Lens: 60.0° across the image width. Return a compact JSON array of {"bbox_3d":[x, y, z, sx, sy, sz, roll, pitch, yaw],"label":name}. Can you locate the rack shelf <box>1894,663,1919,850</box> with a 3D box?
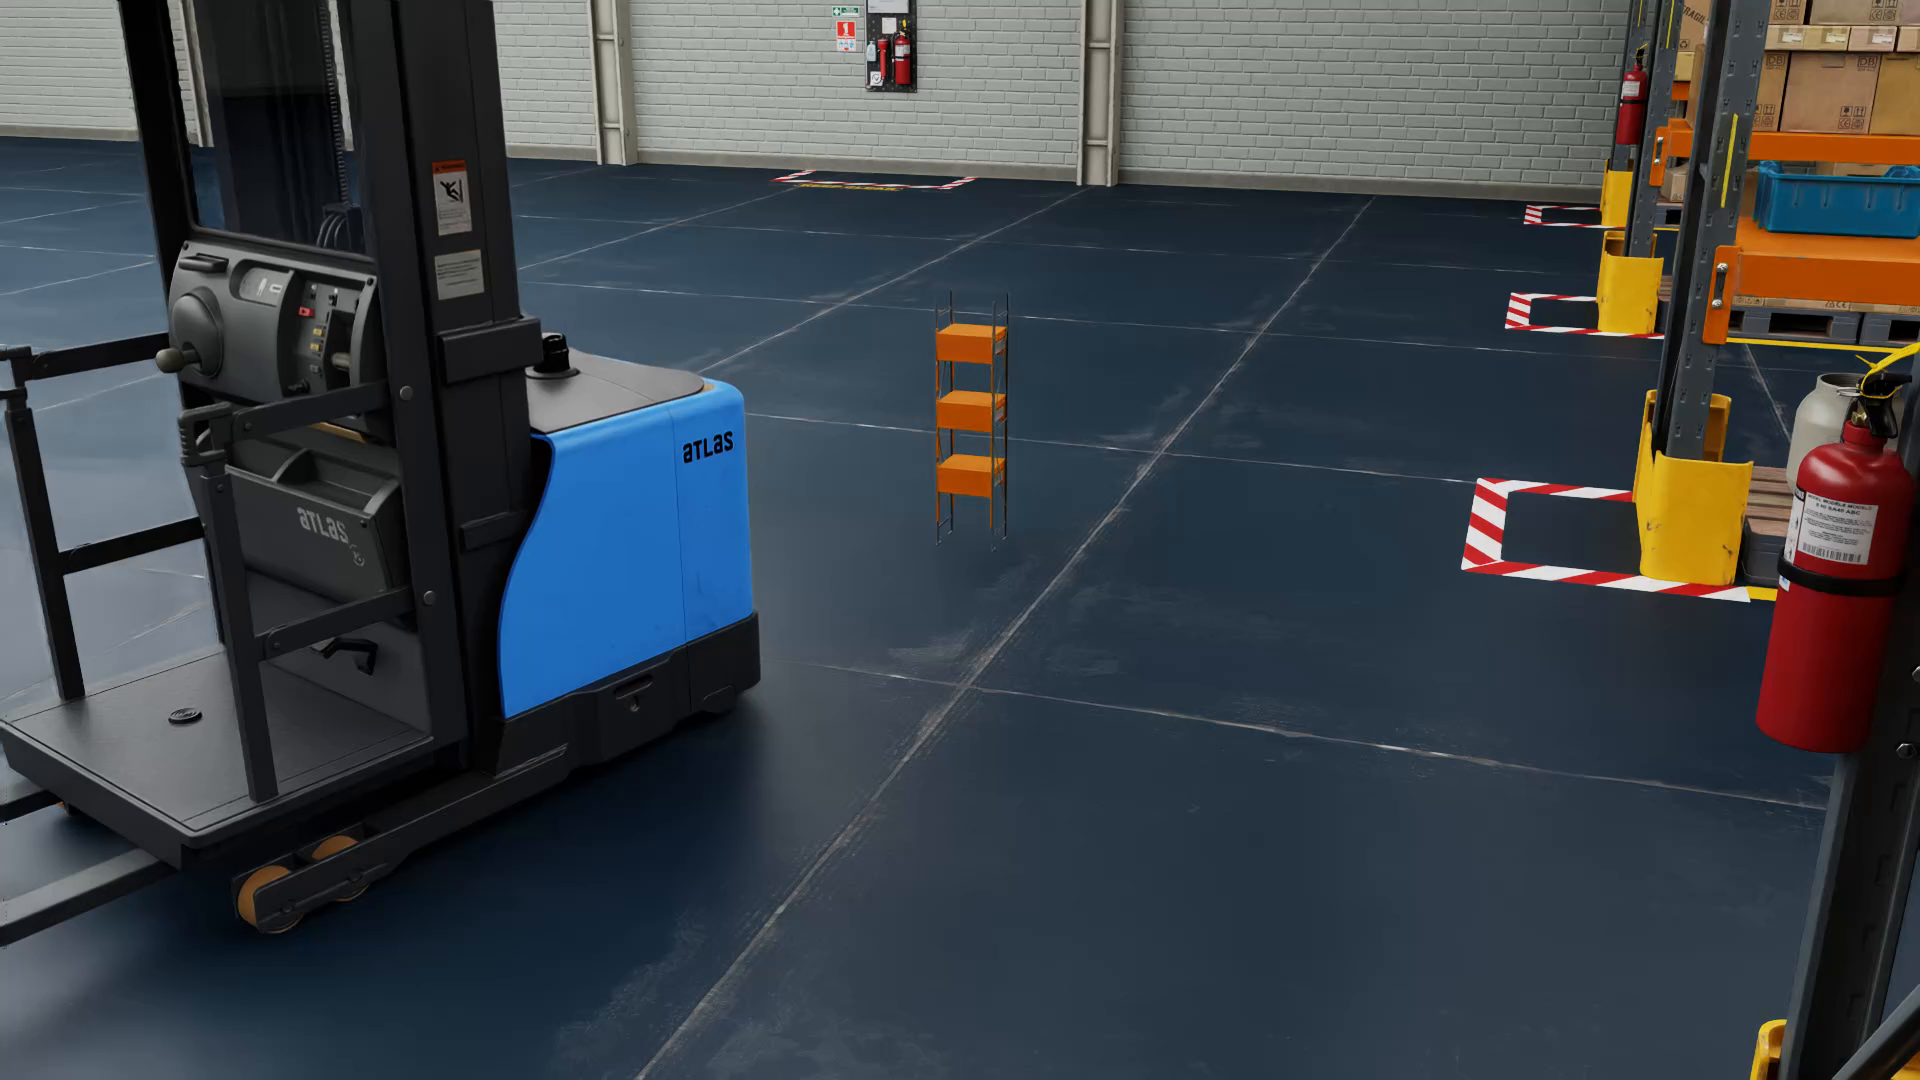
[{"bbox_3d":[3.251,0.675,1.676,4.000,0.370,1.077,7,20,18],"label":"rack shelf"}]

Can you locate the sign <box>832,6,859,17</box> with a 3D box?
[{"bbox_3d":[-1.293,-5.977,18.807,0.331,0.109,0.001,7,20,18],"label":"sign"}]

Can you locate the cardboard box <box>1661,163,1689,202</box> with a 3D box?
[{"bbox_3d":[6.863,-3.337,15.508,0.500,0.311,0.500,4,20,12],"label":"cardboard box"}]

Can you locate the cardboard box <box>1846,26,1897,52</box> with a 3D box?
[{"bbox_3d":[5.640,-3.122,10.338,0.250,0.149,0.380,6,20,17],"label":"cardboard box"}]

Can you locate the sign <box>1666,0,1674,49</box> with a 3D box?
[{"bbox_3d":[4.429,-3.235,10.364,0.005,0.325,0.100,7,20,18],"label":"sign"}]

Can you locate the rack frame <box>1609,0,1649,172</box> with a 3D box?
[{"bbox_3d":[6.239,-4.501,15.432,0.127,3.000,1.000,7,20,18],"label":"rack frame"}]

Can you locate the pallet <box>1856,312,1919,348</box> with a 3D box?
[{"bbox_3d":[6.501,-1.442,10.892,1.213,0.211,1.003,7,20,18],"label":"pallet"}]

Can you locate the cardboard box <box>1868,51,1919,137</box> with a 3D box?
[{"bbox_3d":[6.018,-2.843,10.523,0.500,0.500,0.700,7,20,18],"label":"cardboard box"}]

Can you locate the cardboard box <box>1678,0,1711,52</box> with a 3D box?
[{"bbox_3d":[6.591,-4.649,14.914,0.500,0.500,0.500,7,20,18],"label":"cardboard box"}]

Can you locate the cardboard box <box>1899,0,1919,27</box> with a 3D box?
[{"bbox_3d":[6.078,-3.451,10.297,0.500,0.500,0.700,7,20,18],"label":"cardboard box"}]

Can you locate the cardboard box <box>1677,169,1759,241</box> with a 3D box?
[{"bbox_3d":[5.221,-2.249,11.372,0.500,0.500,0.500,7,20,18],"label":"cardboard box"}]

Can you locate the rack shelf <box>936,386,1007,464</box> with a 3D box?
[{"bbox_3d":[0.051,-0.480,6.890,0.240,0.259,0.215,7,20,18],"label":"rack shelf"}]

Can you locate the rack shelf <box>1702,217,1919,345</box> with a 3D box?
[{"bbox_3d":[4.877,-0.865,6.094,4.000,0.370,1.077,7,20,18],"label":"rack shelf"}]

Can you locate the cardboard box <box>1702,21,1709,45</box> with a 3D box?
[{"bbox_3d":[5.040,-3.332,10.941,0.250,0.149,0.380,6,20,17],"label":"cardboard box"}]

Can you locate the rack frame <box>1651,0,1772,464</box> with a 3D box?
[{"bbox_3d":[2.987,-1.421,6.595,0.127,3.000,1.000,7,20,18],"label":"rack frame"}]

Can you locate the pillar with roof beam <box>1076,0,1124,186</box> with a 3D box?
[{"bbox_3d":[0.103,-6.837,13.019,0.400,9.000,9.100,7,20,18],"label":"pillar with roof beam"}]

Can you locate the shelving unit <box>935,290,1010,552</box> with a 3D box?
[{"bbox_3d":[0.051,-0.490,6.887,0.252,1.050,0.215,7,20,18],"label":"shelving unit"}]

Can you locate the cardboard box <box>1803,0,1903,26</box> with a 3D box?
[{"bbox_3d":[5.602,-3.505,10.452,0.500,0.500,0.700,6,20,17],"label":"cardboard box"}]

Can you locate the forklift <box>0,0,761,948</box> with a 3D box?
[{"bbox_3d":[-1.961,-0.570,4.260,1.130,2.935,3.031,14,24,35],"label":"forklift"}]

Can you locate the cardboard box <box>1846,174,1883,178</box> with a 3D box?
[{"bbox_3d":[6.170,-2.146,11.075,0.500,0.500,0.500,7,20,18],"label":"cardboard box"}]

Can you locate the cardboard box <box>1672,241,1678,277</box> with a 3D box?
[{"bbox_3d":[5.220,-1.895,11.493,0.500,0.250,0.500,7,20,18],"label":"cardboard box"}]

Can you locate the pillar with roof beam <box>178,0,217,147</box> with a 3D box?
[{"bbox_3d":[-11.232,-8.133,16.737,0.400,9.000,9.100,7,20,18],"label":"pillar with roof beam"}]

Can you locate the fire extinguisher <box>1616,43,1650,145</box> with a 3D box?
[{"bbox_3d":[4.657,-3.081,11.476,0.183,0.674,0.296,7,20,18],"label":"fire extinguisher"}]

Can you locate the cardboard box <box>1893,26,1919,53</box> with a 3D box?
[{"bbox_3d":[5.892,-3.094,10.257,0.250,0.149,0.380,6,20,16],"label":"cardboard box"}]

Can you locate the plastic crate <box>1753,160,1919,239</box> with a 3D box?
[{"bbox_3d":[3.558,-1.390,6.732,0.616,0.251,0.499,7,20,18],"label":"plastic crate"}]

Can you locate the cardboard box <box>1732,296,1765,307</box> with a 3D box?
[{"bbox_3d":[5.050,-1.733,11.031,0.500,0.250,0.500,7,20,18],"label":"cardboard box"}]

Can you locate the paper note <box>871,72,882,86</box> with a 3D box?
[{"bbox_3d":[-0.950,-5.246,18.908,0.142,0.148,0.016,7,20,18],"label":"paper note"}]

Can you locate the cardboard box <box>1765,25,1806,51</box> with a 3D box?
[{"bbox_3d":[5.167,-3.177,10.496,0.250,0.149,0.380,6,20,17],"label":"cardboard box"}]

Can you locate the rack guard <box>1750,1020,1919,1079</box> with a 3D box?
[{"bbox_3d":[1.434,1.308,2.565,0.348,0.500,1.175,7,20,18],"label":"rack guard"}]

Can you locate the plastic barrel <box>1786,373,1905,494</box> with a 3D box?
[{"bbox_3d":[3.634,-0.397,6.800,0.421,0.512,0.421,0,19,0],"label":"plastic barrel"}]

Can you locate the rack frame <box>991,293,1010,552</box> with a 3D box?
[{"bbox_3d":[0.166,-0.477,6.849,0.008,1.050,0.200,7,20,18],"label":"rack frame"}]

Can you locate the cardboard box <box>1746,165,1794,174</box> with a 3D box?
[{"bbox_3d":[7.401,-3.275,15.331,0.500,0.311,0.500,8,21,23],"label":"cardboard box"}]

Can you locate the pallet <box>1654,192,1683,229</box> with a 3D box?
[{"bbox_3d":[7.066,-3.078,15.585,1.213,0.211,1.003,7,20,18],"label":"pallet"}]

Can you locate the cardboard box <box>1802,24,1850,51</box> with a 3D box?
[{"bbox_3d":[5.402,-3.150,10.418,0.250,0.149,0.380,7,20,18],"label":"cardboard box"}]

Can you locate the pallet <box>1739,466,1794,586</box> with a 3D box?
[{"bbox_3d":[3.840,-0.021,6.816,1.213,0.211,1.003,7,20,18],"label":"pallet"}]

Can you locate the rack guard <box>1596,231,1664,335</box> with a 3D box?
[{"bbox_3d":[4.594,-1.783,11.431,0.348,0.500,1.175,7,20,18],"label":"rack guard"}]

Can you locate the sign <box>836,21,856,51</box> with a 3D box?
[{"bbox_3d":[-1.294,-5.730,18.904,0.234,0.329,0.001,7,20,18],"label":"sign"}]

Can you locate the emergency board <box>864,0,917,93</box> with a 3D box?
[{"bbox_3d":[-0.806,-5.622,18.646,0.643,1.169,0.194,7,20,18],"label":"emergency board"}]

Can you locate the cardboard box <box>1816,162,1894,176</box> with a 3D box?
[{"bbox_3d":[8.078,-3.270,15.028,0.500,0.500,0.700,5,20,15],"label":"cardboard box"}]

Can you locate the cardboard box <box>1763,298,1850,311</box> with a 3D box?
[{"bbox_3d":[5.524,-1.681,10.880,0.500,0.250,0.500,7,20,18],"label":"cardboard box"}]

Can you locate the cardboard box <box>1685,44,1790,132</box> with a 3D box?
[{"bbox_3d":[5.053,-2.953,10.840,0.500,0.500,0.700,7,20,18],"label":"cardboard box"}]

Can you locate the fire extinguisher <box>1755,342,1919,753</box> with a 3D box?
[{"bbox_3d":[1.405,0.000,2.637,0.183,0.674,0.296,7,20,18],"label":"fire extinguisher"}]

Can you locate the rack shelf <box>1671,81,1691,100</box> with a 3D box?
[{"bbox_3d":[8.128,-3.946,14.931,4.000,0.370,1.077,7,20,18],"label":"rack shelf"}]

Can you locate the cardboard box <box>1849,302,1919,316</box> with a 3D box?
[{"bbox_3d":[5.996,-1.626,10.724,0.500,0.250,0.500,7,20,18],"label":"cardboard box"}]

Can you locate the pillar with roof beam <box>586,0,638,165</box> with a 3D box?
[{"bbox_3d":[-5.564,-7.485,14.878,0.400,9.000,9.100,7,20,18],"label":"pillar with roof beam"}]

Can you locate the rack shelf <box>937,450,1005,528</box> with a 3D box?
[{"bbox_3d":[0.051,-0.218,6.982,0.240,0.259,0.215,7,20,18],"label":"rack shelf"}]

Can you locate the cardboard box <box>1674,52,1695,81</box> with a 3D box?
[{"bbox_3d":[6.595,-4.288,15.019,0.500,0.250,0.500,6,20,16],"label":"cardboard box"}]

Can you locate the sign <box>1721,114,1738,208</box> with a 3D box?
[{"bbox_3d":[2.803,-1.381,6.061,0.005,0.325,0.100,7,20,18],"label":"sign"}]

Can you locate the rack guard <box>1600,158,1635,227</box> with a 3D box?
[{"bbox_3d":[6.310,-3.313,15.820,0.348,0.500,1.175,7,20,18],"label":"rack guard"}]

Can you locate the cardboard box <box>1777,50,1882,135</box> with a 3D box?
[{"bbox_3d":[5.551,-2.898,10.682,0.500,0.500,0.700,7,20,19],"label":"cardboard box"}]

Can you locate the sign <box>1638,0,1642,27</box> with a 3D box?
[{"bbox_3d":[6.061,-4.741,14.806,0.005,0.325,0.100,7,20,18],"label":"sign"}]

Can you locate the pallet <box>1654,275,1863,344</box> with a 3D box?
[{"bbox_3d":[5.353,-1.574,11.272,1.213,0.211,1.003,7,20,18],"label":"pallet"}]

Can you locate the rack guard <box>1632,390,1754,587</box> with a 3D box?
[{"bbox_3d":[3.075,-0.247,7.025,0.348,0.500,1.175,7,20,18],"label":"rack guard"}]

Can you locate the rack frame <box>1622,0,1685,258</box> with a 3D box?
[{"bbox_3d":[4.617,-2.961,11.013,0.127,3.000,1.000,7,20,18],"label":"rack frame"}]

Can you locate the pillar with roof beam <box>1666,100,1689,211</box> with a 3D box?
[{"bbox_3d":[5.771,-6.189,11.160,0.400,9.000,9.100,7,20,18],"label":"pillar with roof beam"}]

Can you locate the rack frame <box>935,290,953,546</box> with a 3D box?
[{"bbox_3d":[-0.065,-0.503,6.925,0.008,1.050,0.200,7,20,18],"label":"rack frame"}]

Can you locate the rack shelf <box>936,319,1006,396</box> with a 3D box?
[{"bbox_3d":[0.051,-0.748,6.797,0.240,0.259,0.215,7,20,18],"label":"rack shelf"}]

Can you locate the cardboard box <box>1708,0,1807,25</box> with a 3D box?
[{"bbox_3d":[5.103,-3.560,10.610,0.500,0.500,0.700,7,20,18],"label":"cardboard box"}]

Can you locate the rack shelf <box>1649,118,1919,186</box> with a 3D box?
[{"bbox_3d":[6.506,-2.405,10.511,4.000,0.370,1.077,7,20,18],"label":"rack shelf"}]
